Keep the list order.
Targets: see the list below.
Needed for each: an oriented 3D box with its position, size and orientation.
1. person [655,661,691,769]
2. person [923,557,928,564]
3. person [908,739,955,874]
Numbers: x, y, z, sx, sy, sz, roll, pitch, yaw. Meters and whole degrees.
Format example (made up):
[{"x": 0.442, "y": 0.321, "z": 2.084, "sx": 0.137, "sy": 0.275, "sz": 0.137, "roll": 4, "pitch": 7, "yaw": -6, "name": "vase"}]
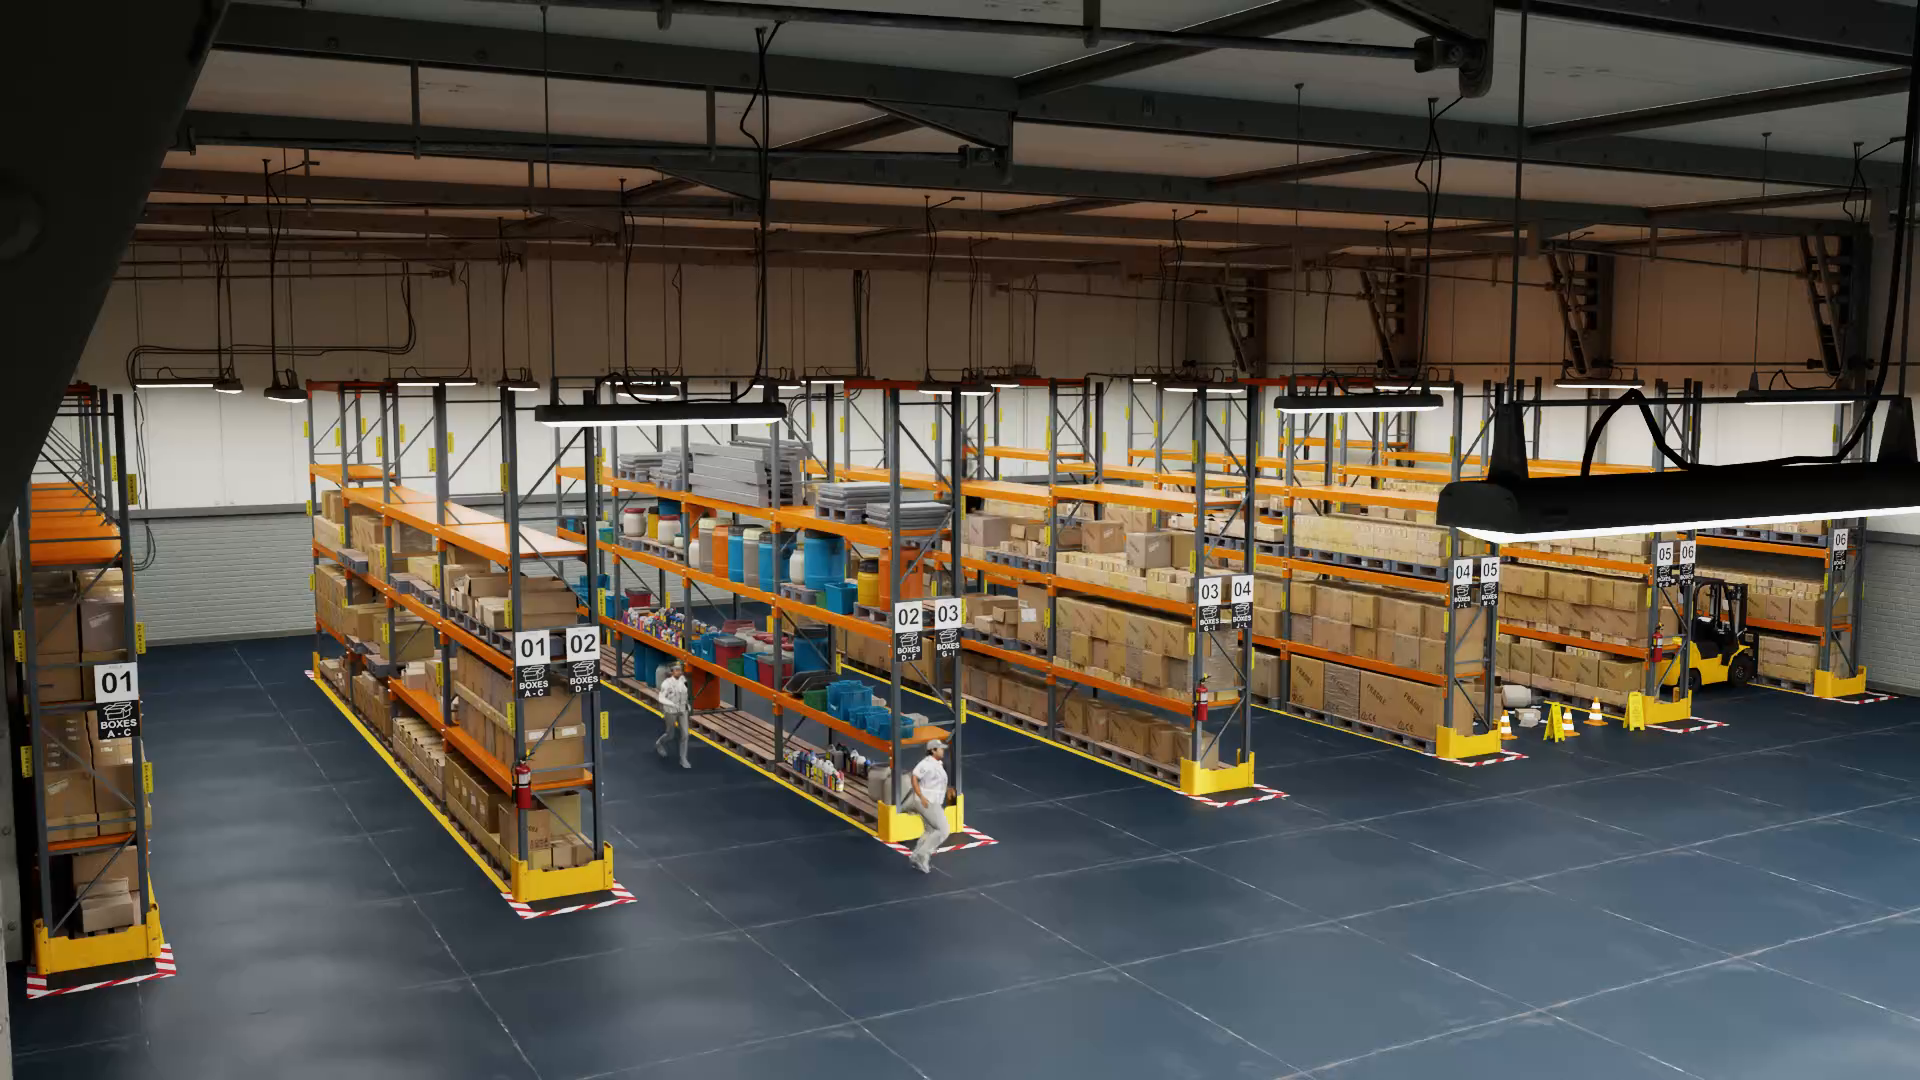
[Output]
[{"x": -4.506, "y": 2.710, "z": 26.225, "sx": 0.600, "sy": 1.681, "sz": 0.892, "roll": -5, "pitch": 8, "yaw": -38, "name": "person"}, {"x": -1.075, "y": 1.188, "z": 40.895, "sx": 0.745, "sy": 1.637, "sz": 0.781, "roll": 2, "pitch": 6, "yaw": 17, "name": "person"}, {"x": -0.350, "y": 3.321, "z": 20.892, "sx": 0.573, "sy": 1.610, "sz": 0.699, "roll": 1, "pitch": 6, "yaw": 9, "name": "person"}]
